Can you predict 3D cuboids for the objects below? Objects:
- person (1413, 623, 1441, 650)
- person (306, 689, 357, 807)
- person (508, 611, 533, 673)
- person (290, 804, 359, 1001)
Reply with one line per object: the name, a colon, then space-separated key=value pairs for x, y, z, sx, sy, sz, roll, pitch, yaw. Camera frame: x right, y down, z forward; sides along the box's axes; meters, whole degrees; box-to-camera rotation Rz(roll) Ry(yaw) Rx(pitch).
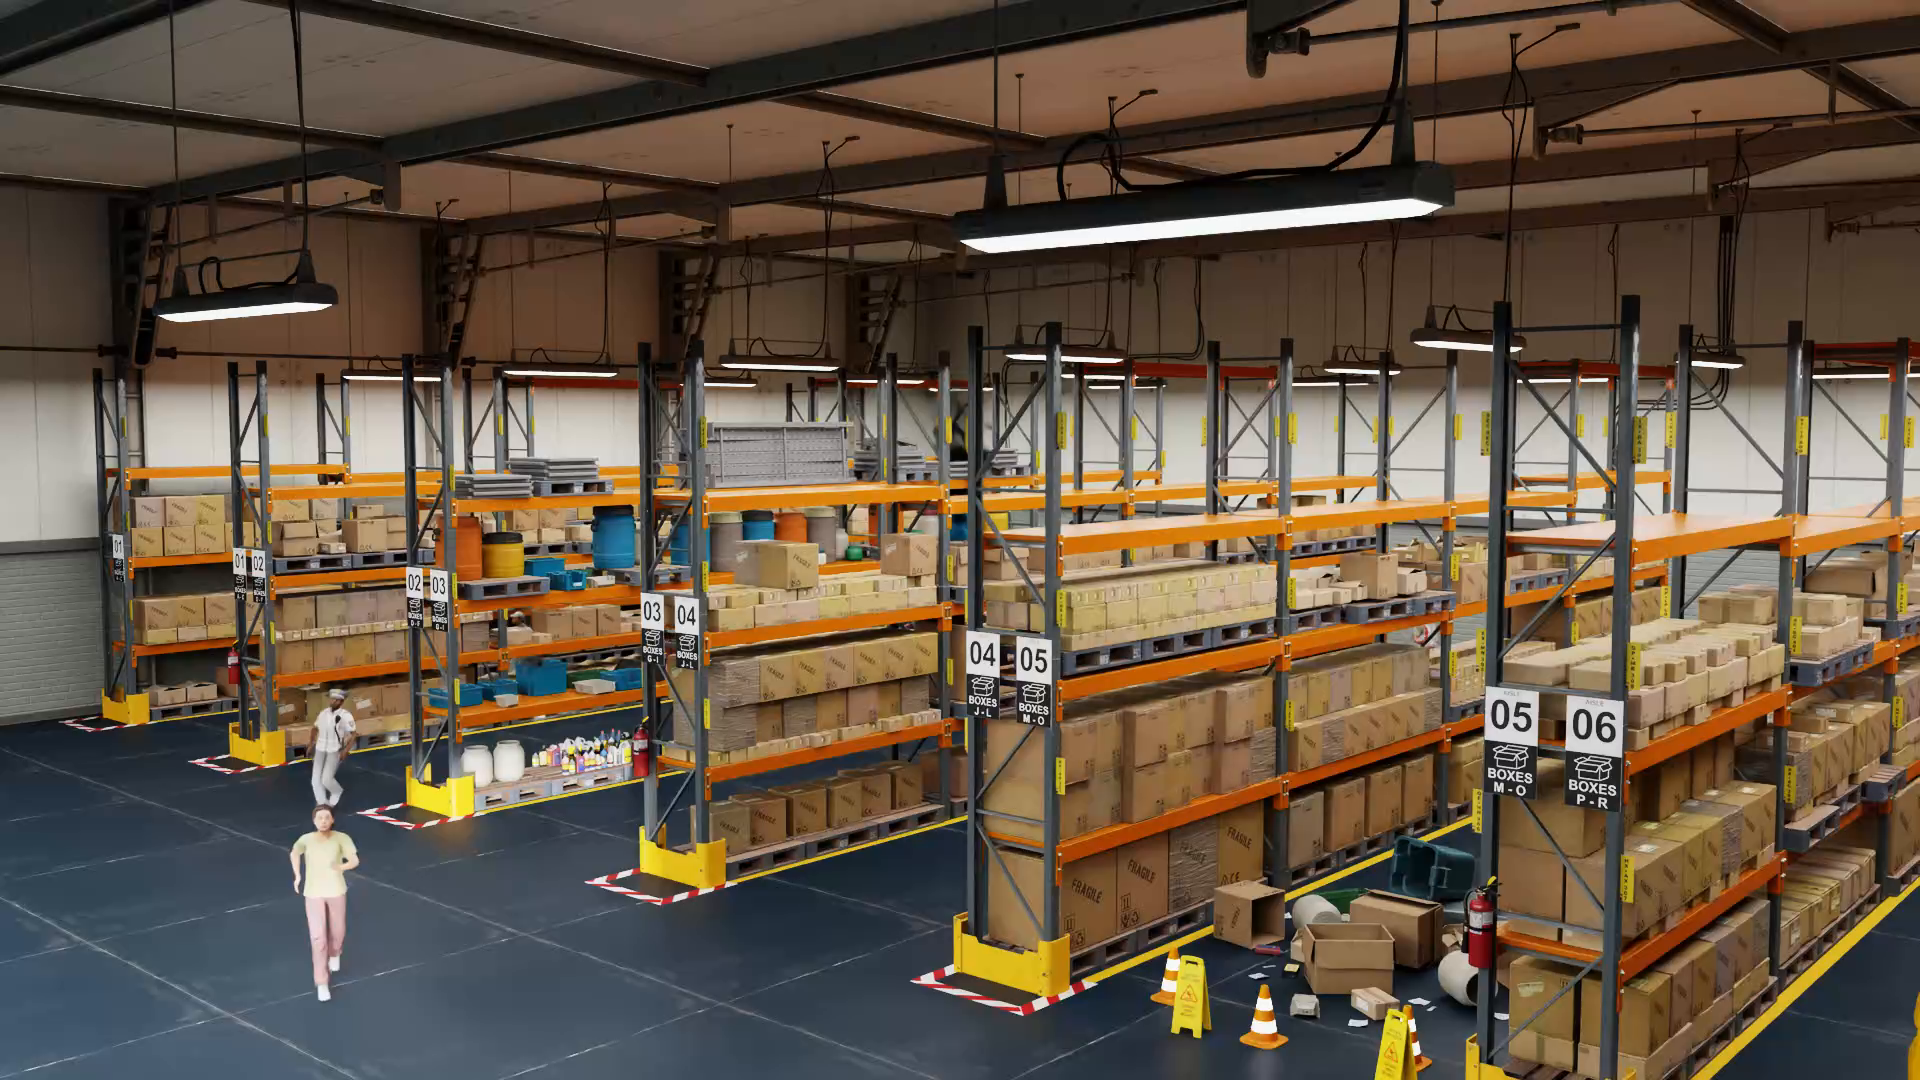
person: x=8.610 y=2.006 z=30.673 sx=0.711 sy=1.650 sz=0.663 roll=-3 pitch=5 yaw=-34
person: x=-8.211 y=2.761 z=21.696 sx=0.632 sy=1.652 sz=0.507 roll=1 pitch=4 yaw=11
person: x=-8.066 y=2.121 z=30.353 sx=0.588 sy=1.621 sz=0.574 roll=4 pitch=6 yaw=44
person: x=-5.721 y=3.201 z=15.006 sx=0.574 sy=1.655 sz=0.969 roll=-2 pitch=5 yaw=-23
